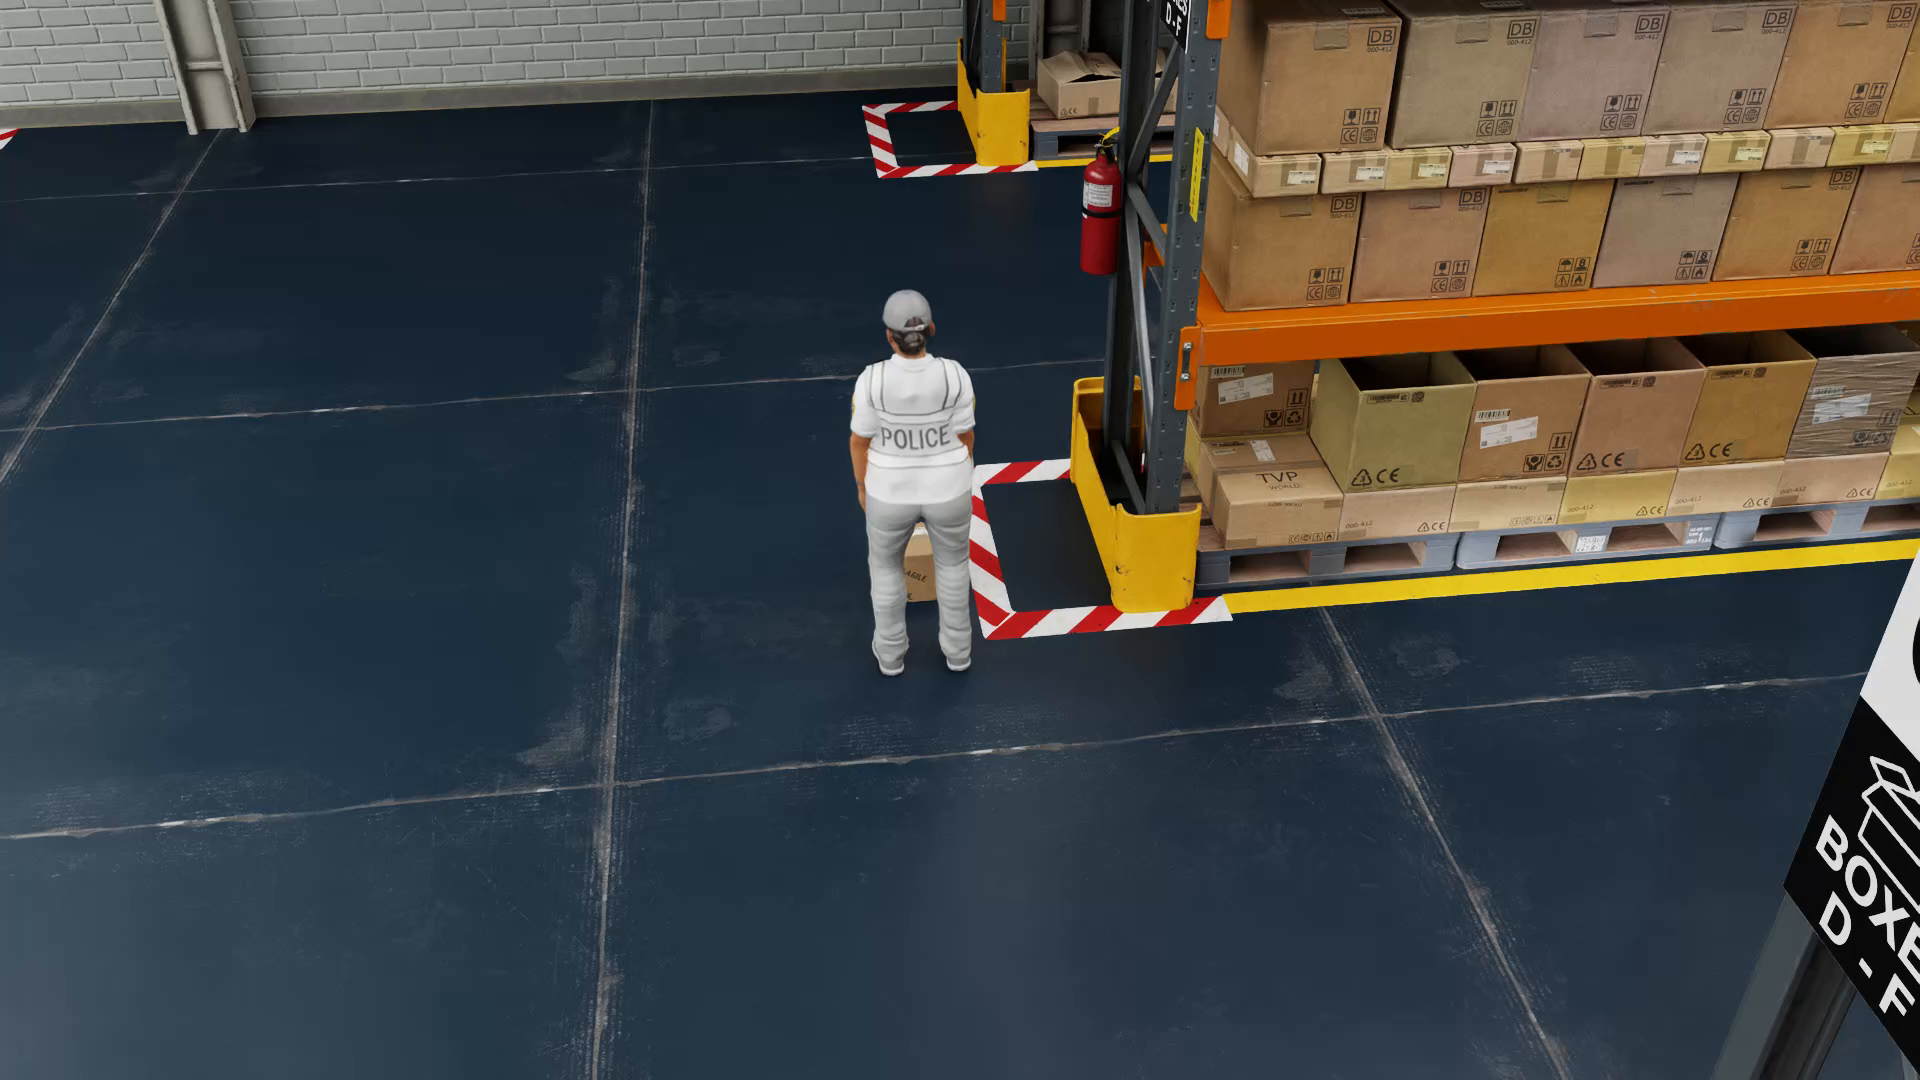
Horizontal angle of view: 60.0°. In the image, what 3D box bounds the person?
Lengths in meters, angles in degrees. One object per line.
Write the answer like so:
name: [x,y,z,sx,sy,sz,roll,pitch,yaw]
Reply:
person: [-0.183,-0.198,6.440,0.473,1.657,0.389,-4,35,-5]
